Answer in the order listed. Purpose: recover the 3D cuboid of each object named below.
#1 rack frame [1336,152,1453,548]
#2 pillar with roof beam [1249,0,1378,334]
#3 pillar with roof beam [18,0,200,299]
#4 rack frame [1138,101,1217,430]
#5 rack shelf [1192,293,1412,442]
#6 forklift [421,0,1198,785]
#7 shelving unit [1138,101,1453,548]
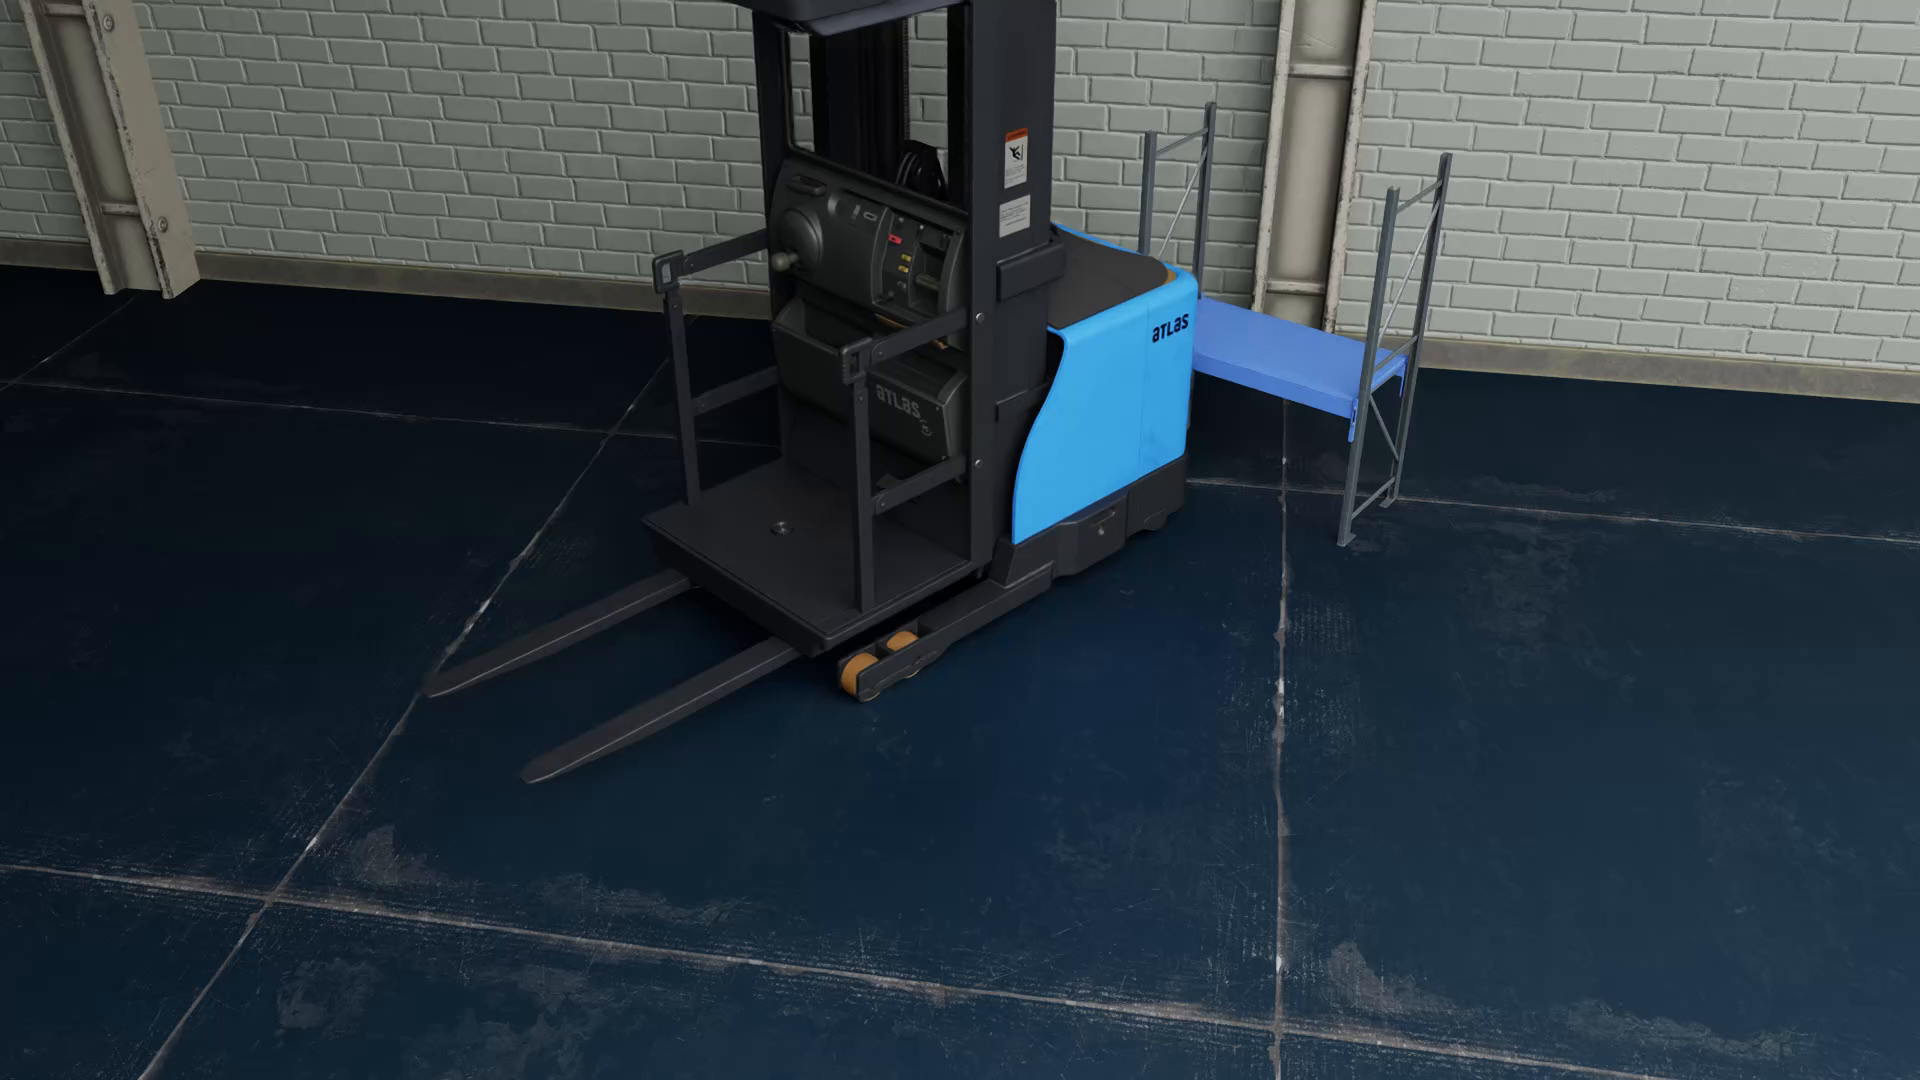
[{"bbox_3d":[1.686,-0.714,6.477,0.032,1.500,0.500,22,38,31],"label":"rack frame"},{"bbox_3d":[0.858,-2.399,2.101,0.400,9.000,9.100,5,32,8],"label":"pillar with roof beam"},{"bbox_3d":[-5.056,-2.935,2.957,0.400,9.000,9.100,5,32,8],"label":"pillar with roof beam"},{"bbox_3d":[0.882,-1.044,7.005,0.032,1.500,0.500,22,38,31],"label":"rack frame"},{"bbox_3d":[1.284,-0.727,6.836,1.000,0.185,0.538,22,38,31],"label":"rack shelf"},{"bbox_3d":[-0.479,-0.987,5.565,3.031,2.935,1.130,-27,41,-36],"label":"forklift"},{"bbox_3d":[1.284,-0.879,6.741,1.048,1.500,0.538,22,38,31],"label":"shelving unit"}]
